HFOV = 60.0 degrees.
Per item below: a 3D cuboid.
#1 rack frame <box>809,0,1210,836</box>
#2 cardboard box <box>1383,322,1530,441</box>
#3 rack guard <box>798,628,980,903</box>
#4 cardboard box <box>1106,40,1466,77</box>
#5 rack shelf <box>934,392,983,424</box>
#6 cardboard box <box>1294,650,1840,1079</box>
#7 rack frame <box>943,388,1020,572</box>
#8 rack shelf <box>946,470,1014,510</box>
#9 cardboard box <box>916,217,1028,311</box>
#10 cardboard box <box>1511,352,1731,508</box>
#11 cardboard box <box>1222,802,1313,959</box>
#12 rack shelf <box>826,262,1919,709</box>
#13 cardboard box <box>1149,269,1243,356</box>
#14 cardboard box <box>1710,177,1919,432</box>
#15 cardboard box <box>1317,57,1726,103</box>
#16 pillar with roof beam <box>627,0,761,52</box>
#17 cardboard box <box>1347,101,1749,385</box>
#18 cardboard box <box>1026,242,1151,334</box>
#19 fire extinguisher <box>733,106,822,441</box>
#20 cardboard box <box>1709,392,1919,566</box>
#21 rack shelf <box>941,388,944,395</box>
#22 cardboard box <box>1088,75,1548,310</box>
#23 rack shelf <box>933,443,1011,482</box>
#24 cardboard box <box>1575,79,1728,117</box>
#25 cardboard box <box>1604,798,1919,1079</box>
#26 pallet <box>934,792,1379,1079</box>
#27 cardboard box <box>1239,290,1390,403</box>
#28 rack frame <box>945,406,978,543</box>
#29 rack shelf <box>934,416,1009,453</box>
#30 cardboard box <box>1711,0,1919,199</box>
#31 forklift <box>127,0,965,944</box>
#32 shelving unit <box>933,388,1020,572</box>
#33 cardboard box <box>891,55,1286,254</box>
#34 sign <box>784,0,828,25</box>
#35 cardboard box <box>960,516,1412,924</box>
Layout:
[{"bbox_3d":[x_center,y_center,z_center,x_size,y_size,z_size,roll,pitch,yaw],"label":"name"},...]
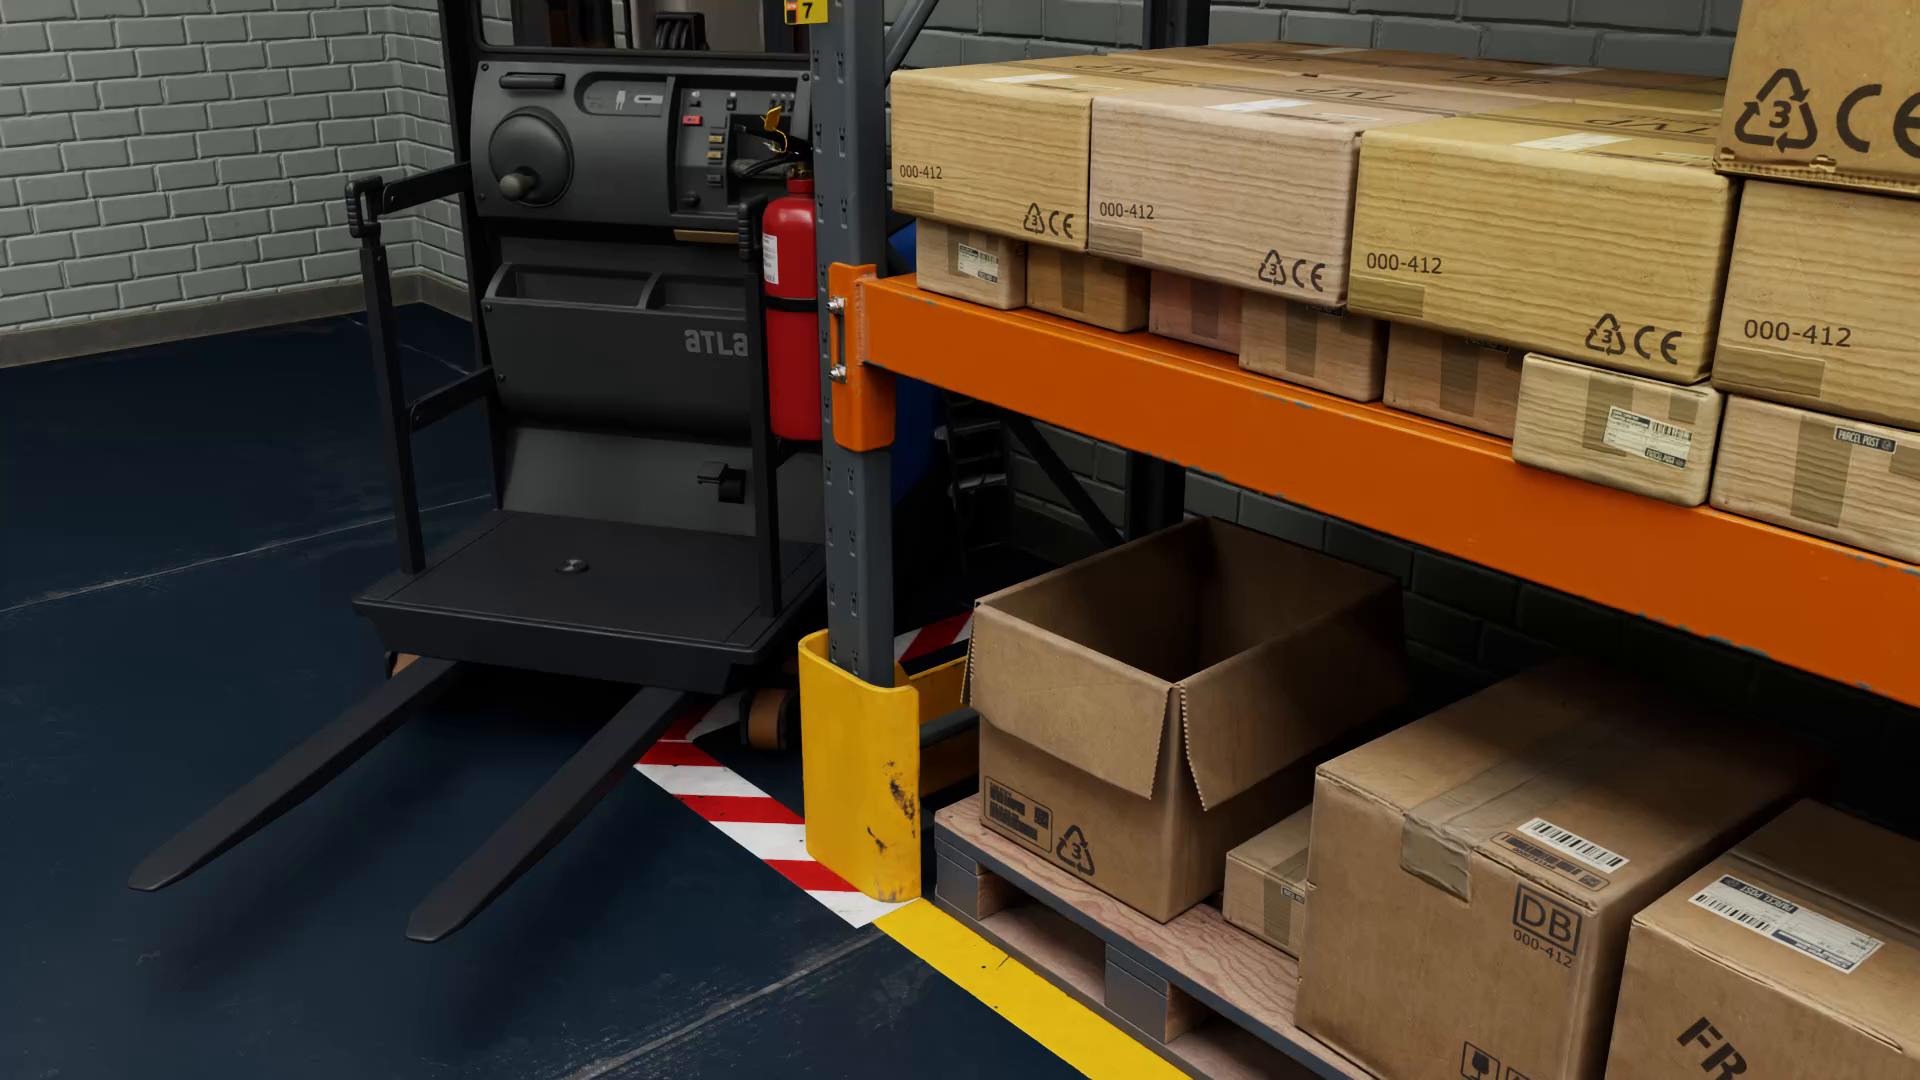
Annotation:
[{"bbox_3d":[0.133,-0.825,3.478,1.000,3.000,0.127,-17,27,-37],"label":"rack frame"},{"bbox_3d":[0.835,-0.272,2.410,0.380,0.149,0.250,-17,27,-37],"label":"cardboard box"},{"bbox_3d":[0.182,0.360,3.880,1.175,0.500,0.348,-17,27,-37],"label":"rack guard"},{"bbox_3d":[0.634,-0.830,3.288,0.500,0.250,0.500,-16,27,-36],"label":"cardboard box"},{"bbox_3d":[-0.016,-0.426,5.281,0.258,0.077,0.200,-14,13,-38],"label":"rack shelf"},{"bbox_3d":[0.989,0.580,2.741,0.700,0.500,0.500,-16,27,-35],"label":"cardboard box"},{"bbox_3d":[0.054,-0.363,5.213,0.240,0.900,0.006,-14,13,-38],"label":"rack frame"},{"bbox_3d":[0.011,-0.162,5.328,0.258,0.077,0.200,-14,13,-38],"label":"rack shelf"},{"bbox_3d":[0.139,-0.552,3.125,0.380,0.149,0.250,-18,27,-38],"label":"cardboard box"},{"bbox_3d":[0.943,-0.184,2.186,0.380,0.149,0.250,-18,28,-39],"label":"cardboard box"},{"bbox_3d":[0.708,0.625,3.109,0.380,0.149,0.250,-19,28,-39],"label":"cardboard box"},{"bbox_3d":[1.438,0.062,2.198,1.077,0.370,4.000,-17,27,-37],"label":"rack shelf"},{"bbox_3d":[0.538,-0.428,2.809,0.380,0.149,0.250,-18,28,-38],"label":"cardboard box"},{"bbox_3d":[1.237,-0.290,1.908,0.500,0.250,0.500,-18,28,-39],"label":"cardboard box"},{"bbox_3d":[0.970,-0.687,2.923,0.500,0.250,0.500,-17,27,-37],"label":"cardboard box"},{"bbox_3d":[-4.206,-3.553,2.217,9.100,9.000,0.400,-17,27,-37],"label":"pillar with roof beam"},{"bbox_3d":[0.887,-0.426,2.256,0.500,0.250,0.500,-18,28,-38],"label":"cardboard box"},{"bbox_3d":[0.341,-0.493,2.974,0.380,0.149,0.250,-17,27,-36],"label":"cardboard box"},{"bbox_3d":[-0.313,-0.546,3.383,0.296,0.674,0.183,-17,27,-37],"label":"fire extinguisher"},{"bbox_3d":[1.130,-0.116,2.013,0.380,0.149,0.250,-17,27,-36],"label":"cardboard box"},{"bbox_3d":[-0.026,-0.514,5.265,0.258,0.077,0.200,-14,13,-38],"label":"rack shelf"},{"bbox_3d":[0.554,-0.565,2.612,0.500,0.250,0.500,-17,27,-37],"label":"cardboard box"},{"bbox_3d":[0.002,-0.250,5.312,0.258,0.077,0.200,-14,13,-38],"label":"rack shelf"},{"bbox_3d":[1.289,-0.549,2.571,0.500,0.250,0.500,-16,27,-36],"label":"cardboard box"},{"bbox_3d":[1.258,0.750,2.308,0.500,0.500,0.500,-17,27,-36],"label":"cardboard box"},{"bbox_3d":[0.703,0.714,3.371,1.003,0.211,1.213,-17,27,-37],"label":"pallet"},{"bbox_3d":[0.657,-0.344,2.594,0.380,0.149,0.250,-16,27,-36],"label":"cardboard box"},{"bbox_3d":[-0.075,-0.378,5.369,0.240,0.900,0.006,-14,13,-38],"label":"rack frame"},{"bbox_3d":[-0.007,-0.338,5.297,0.258,0.077,0.200,-14,13,-38],"label":"rack shelf"},{"bbox_3d":[1.204,-0.639,1.772,0.500,0.500,0.500,-17,27,-36],"label":"cardboard box"},{"bbox_3d":[-0.863,-0.993,4.000,1.130,2.935,3.031,6,22,15],"label":"forklift"},{"bbox_3d":[-0.011,-0.371,5.291,0.258,0.900,0.210,-14,13,-38],"label":"shelving unit"},{"bbox_3d":[0.225,-0.704,2.967,0.500,0.250,0.500,-17,27,-37],"label":"cardboard box"},{"bbox_3d":[-0.278,-1.099,2.990,0.100,0.325,0.005,-17,27,-37],"label":"sign"},{"bbox_3d":[0.460,0.333,3.367,0.797,0.503,0.637,-19,28,-39],"label":"cardboard box"}]
